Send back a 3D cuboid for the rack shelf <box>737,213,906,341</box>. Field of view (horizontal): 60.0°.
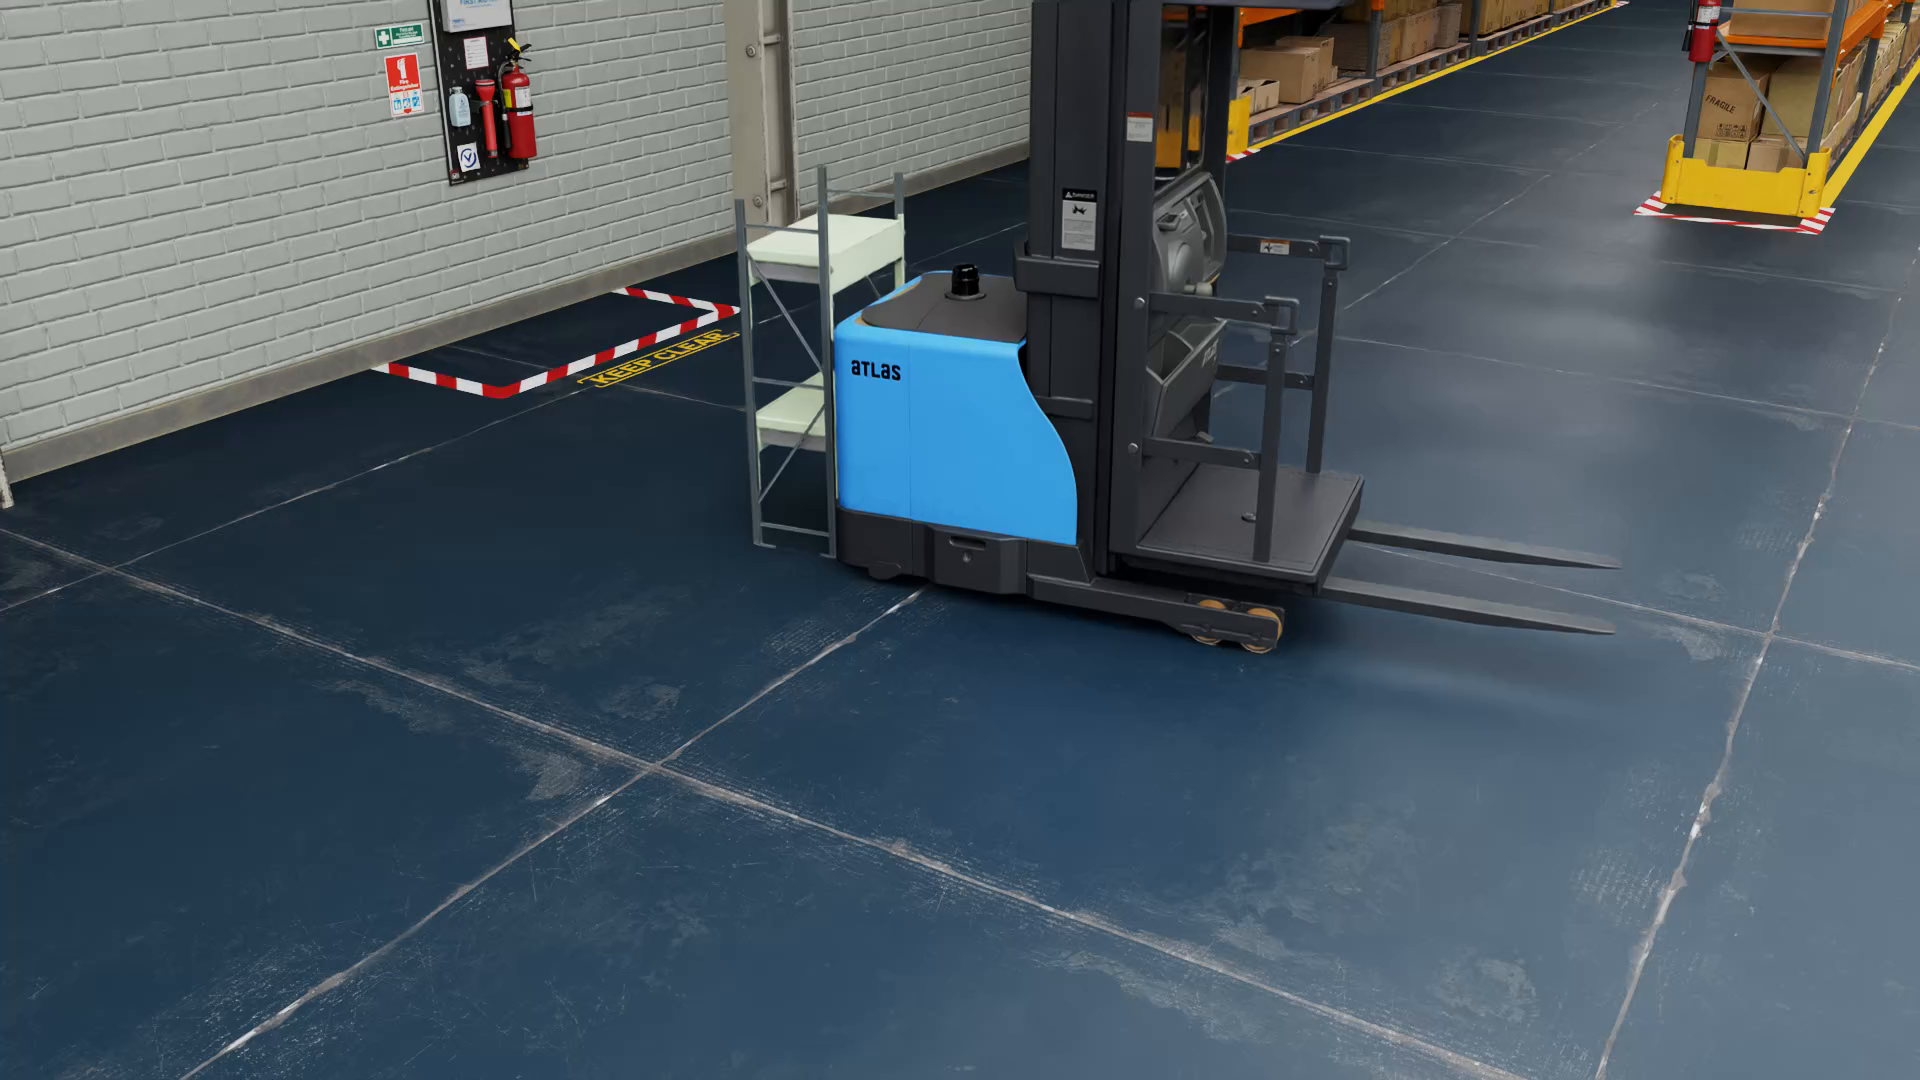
[{"bbox_3d":[-0.568,-1.132,6.994,0.431,0.370,0.720,9,25,20],"label":"rack shelf"}]

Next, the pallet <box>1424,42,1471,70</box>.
[{"bbox_3d":[5.935,-6.293,21.522,1.003,0.211,1.213,14,27,29],"label":"pallet"}]

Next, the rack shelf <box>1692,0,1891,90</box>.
[{"bbox_3d":[7.394,-4.444,14.646,1.077,0.370,4.000,14,27,29],"label":"rack shelf"}]

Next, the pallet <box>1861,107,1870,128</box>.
[{"bbox_3d":[8.805,-4.427,17.210,1.003,0.211,1.213,14,27,29],"label":"pallet"}]

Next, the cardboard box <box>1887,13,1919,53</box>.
[{"bbox_3d":[11.313,-6.126,20.218,0.500,0.500,0.500,13,27,27],"label":"cardboard box"}]

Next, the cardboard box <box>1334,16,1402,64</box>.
[{"bbox_3d":[4.843,-5.978,19.876,0.700,0.500,0.500,13,27,28],"label":"cardboard box"}]

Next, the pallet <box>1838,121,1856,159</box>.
[{"bbox_3d":[7.994,-3.910,16.017,1.003,0.211,1.213,14,27,29],"label":"pallet"}]

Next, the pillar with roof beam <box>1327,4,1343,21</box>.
[{"bbox_3d":[8.585,-9.430,17.706,9.100,9.000,0.400,14,27,29],"label":"pillar with roof beam"}]

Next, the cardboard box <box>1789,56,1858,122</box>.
[{"bbox_3d":[7.604,-4.015,14.736,0.500,0.500,0.500,14,27,29],"label":"cardboard box"}]

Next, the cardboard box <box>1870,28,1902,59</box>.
[{"bbox_3d":[10.223,-5.583,18.597,0.500,0.311,0.500,13,27,28],"label":"cardboard box"}]

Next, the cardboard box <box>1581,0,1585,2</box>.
[{"bbox_3d":[9.756,-8.986,26.850,0.700,0.500,0.500,13,27,27],"label":"cardboard box"}]

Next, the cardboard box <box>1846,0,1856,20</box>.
[{"bbox_3d":[7.410,-4.823,14.490,0.700,0.500,0.500,15,27,31],"label":"cardboard box"}]

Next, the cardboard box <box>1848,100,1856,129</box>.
[{"bbox_3d":[8.118,-4.011,15.673,0.500,0.250,0.500,14,27,29],"label":"cardboard box"}]

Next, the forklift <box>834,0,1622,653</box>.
[{"bbox_3d":[1.056,-1.158,6.237,3.031,2.935,1.130,9,25,20],"label":"forklift"}]

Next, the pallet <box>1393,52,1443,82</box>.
[{"bbox_3d":[5.291,-5.883,20.574,1.003,0.211,1.213,14,27,29],"label":"pallet"}]

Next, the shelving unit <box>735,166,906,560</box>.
[{"bbox_3d":[-0.567,-0.774,7.148,0.431,1.500,0.755,9,25,20],"label":"shelving unit"}]

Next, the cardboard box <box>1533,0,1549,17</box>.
[{"bbox_3d":[8.226,-8.146,24.469,0.750,0.750,0.750,14,27,30],"label":"cardboard box"}]

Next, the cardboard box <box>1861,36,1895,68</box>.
[{"bbox_3d":[9.689,-5.244,17.815,0.500,0.311,0.500,15,27,30],"label":"cardboard box"}]

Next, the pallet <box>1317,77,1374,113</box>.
[{"bbox_3d":[3.914,-4.973,18.471,1.003,0.211,1.213,14,27,29],"label":"pallet"}]

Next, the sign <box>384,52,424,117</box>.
[{"bbox_3d":[-3.117,-2.554,9.329,0.001,0.329,0.234,14,27,29],"label":"sign"}]

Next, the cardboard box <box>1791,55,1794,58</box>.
[{"bbox_3d":[7.411,-4.296,15.387,0.500,0.500,0.500,14,27,29],"label":"cardboard box"}]

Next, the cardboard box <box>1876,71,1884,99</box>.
[{"bbox_3d":[9.414,-4.812,17.523,0.500,0.250,0.500,13,27,27],"label":"cardboard box"}]

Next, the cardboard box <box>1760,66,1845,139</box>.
[{"bbox_3d":[7.073,-3.678,13.959,0.500,0.500,0.500,14,27,29],"label":"cardboard box"}]

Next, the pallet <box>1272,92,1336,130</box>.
[{"bbox_3d":[3.272,-4.559,17.516,1.003,0.211,1.213,14,27,29],"label":"pallet"}]

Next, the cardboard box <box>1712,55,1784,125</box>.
[{"bbox_3d":[6.884,-3.958,14.607,0.500,0.500,0.500,14,27,29],"label":"cardboard box"}]

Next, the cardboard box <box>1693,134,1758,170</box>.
[{"bbox_3d":[6.371,-3.273,13.968,0.500,0.250,0.500,14,27,29],"label":"cardboard box"}]

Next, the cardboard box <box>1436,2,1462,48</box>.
[{"bbox_3d":[6.013,-6.637,21.399,0.700,0.500,0.500,14,27,30],"label":"cardboard box"}]

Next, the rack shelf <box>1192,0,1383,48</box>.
[{"bbox_3d":[3.184,-5.481,17.041,1.077,0.370,4.000,14,27,29],"label":"rack shelf"}]

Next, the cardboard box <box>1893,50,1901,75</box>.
[{"bbox_3d":[10.489,-5.502,19.116,0.500,0.250,0.500,15,27,30],"label":"cardboard box"}]

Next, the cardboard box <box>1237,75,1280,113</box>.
[{"bbox_3d":[2.871,-4.511,16.726,0.500,0.311,0.500,16,28,33],"label":"cardboard box"}]

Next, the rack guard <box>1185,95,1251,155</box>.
[{"bbox_3d":[2.169,-4.015,15.895,1.175,0.500,0.348,14,27,29],"label":"rack guard"}]

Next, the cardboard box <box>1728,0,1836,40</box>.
[{"bbox_3d":[6.596,-4.300,13.282,0.700,0.500,0.500,14,27,29],"label":"cardboard box"}]

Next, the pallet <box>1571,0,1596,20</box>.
[{"bbox_3d":[9.569,-8.560,26.759,1.003,0.211,1.213,14,27,29],"label":"pallet"}]

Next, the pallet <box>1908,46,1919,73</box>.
[{"bbox_3d":[11.629,-6.174,21.246,1.003,0.211,1.213,14,27,29],"label":"pallet"}]

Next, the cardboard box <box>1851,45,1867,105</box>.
[{"bbox_3d":[8.116,-4.356,15.525,0.500,0.500,0.500,14,27,29],"label":"cardboard box"}]

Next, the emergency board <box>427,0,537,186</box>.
[{"bbox_3d":[-2.738,-2.703,9.717,0.194,1.169,0.643,14,27,29],"label":"emergency board"}]

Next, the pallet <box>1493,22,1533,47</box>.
[{"bbox_3d":[7.473,-7.217,23.656,1.003,0.211,1.213,14,27,29],"label":"pallet"}]

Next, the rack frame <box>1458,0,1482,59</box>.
[{"bbox_3d":[6.349,-7.836,21.576,1.000,3.000,0.127,14,27,29],"label":"rack frame"}]

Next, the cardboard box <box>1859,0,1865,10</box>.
[{"bbox_3d":[7.948,-5.165,15.279,0.700,0.500,0.500,14,27,28],"label":"cardboard box"}]

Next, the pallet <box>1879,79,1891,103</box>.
[{"bbox_3d":[10.092,-5.250,19.112,1.003,0.211,1.213,14,27,29],"label":"pallet"}]

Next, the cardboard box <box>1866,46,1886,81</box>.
[{"bbox_3d":[9.147,-4.893,17.003,0.500,0.311,0.500,14,27,28],"label":"cardboard box"}]

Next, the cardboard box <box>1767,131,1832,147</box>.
[{"bbox_3d":[7.072,-3.334,14.109,0.500,0.250,0.500,14,27,29],"label":"cardboard box"}]

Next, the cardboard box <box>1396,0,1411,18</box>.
[{"bbox_3d":[5.113,-6.463,20.052,0.500,0.250,0.500,13,27,27],"label":"cardboard box"}]

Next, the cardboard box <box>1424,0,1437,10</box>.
[{"bbox_3d":[5.659,-6.802,20.836,0.500,0.250,0.500,14,27,30],"label":"cardboard box"}]

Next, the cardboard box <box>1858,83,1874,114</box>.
[{"bbox_3d":[8.872,-4.465,16.720,0.500,0.250,0.500,13,27,28],"label":"cardboard box"}]

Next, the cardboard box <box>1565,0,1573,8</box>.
[{"bbox_3d":[9.208,-8.632,26.031,0.700,0.500,0.500,14,27,28],"label":"cardboard box"}]

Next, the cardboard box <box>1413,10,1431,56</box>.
[{"bbox_3d":[5.405,-6.314,20.652,0.700,0.500,0.500,14,27,29],"label":"cardboard box"}]

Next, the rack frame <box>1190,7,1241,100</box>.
[{"bbox_3d":[2.129,-5.136,15.339,1.000,3.000,0.127,14,27,29],"label":"rack frame"}]

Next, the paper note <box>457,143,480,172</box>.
[{"bbox_3d":[-2.890,-2.253,9.788,0.016,0.148,0.142,14,27,29],"label":"paper note"}]

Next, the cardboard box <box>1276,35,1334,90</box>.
[{"bbox_3d":[3.725,-5.182,18.038,0.500,0.500,0.500,12,26,25],"label":"cardboard box"}]

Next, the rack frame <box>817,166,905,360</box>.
[{"bbox_3d":[-0.430,-0.908,7.460,0.400,1.500,0.023,9,25,20],"label":"rack frame"}]

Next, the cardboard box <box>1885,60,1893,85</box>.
[{"bbox_3d":[9.952,-5.158,18.321,0.500,0.250,0.500,15,27,30],"label":"cardboard box"}]

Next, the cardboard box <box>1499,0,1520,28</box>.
[{"bbox_3d":[7.315,-7.558,23.109,0.750,0.750,0.750,14,27,29],"label":"cardboard box"}]

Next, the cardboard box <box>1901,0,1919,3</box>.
[{"bbox_3d":[12.384,-6.813,21.804,0.500,0.500,0.500,14,27,29],"label":"cardboard box"}]

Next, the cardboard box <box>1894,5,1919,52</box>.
[{"bbox_3d":[11.853,-6.471,21.016,0.500,0.500,0.500,13,27,27],"label":"cardboard box"}]

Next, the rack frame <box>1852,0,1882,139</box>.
[{"bbox_3d":[8.449,-5.450,16.063,1.000,3.000,0.127,14,27,29],"label":"rack frame"}]

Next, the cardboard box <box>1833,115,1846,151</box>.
[{"bbox_3d":[7.604,-3.671,14.886,0.500,0.250,0.500,14,27,29],"label":"cardboard box"}]
